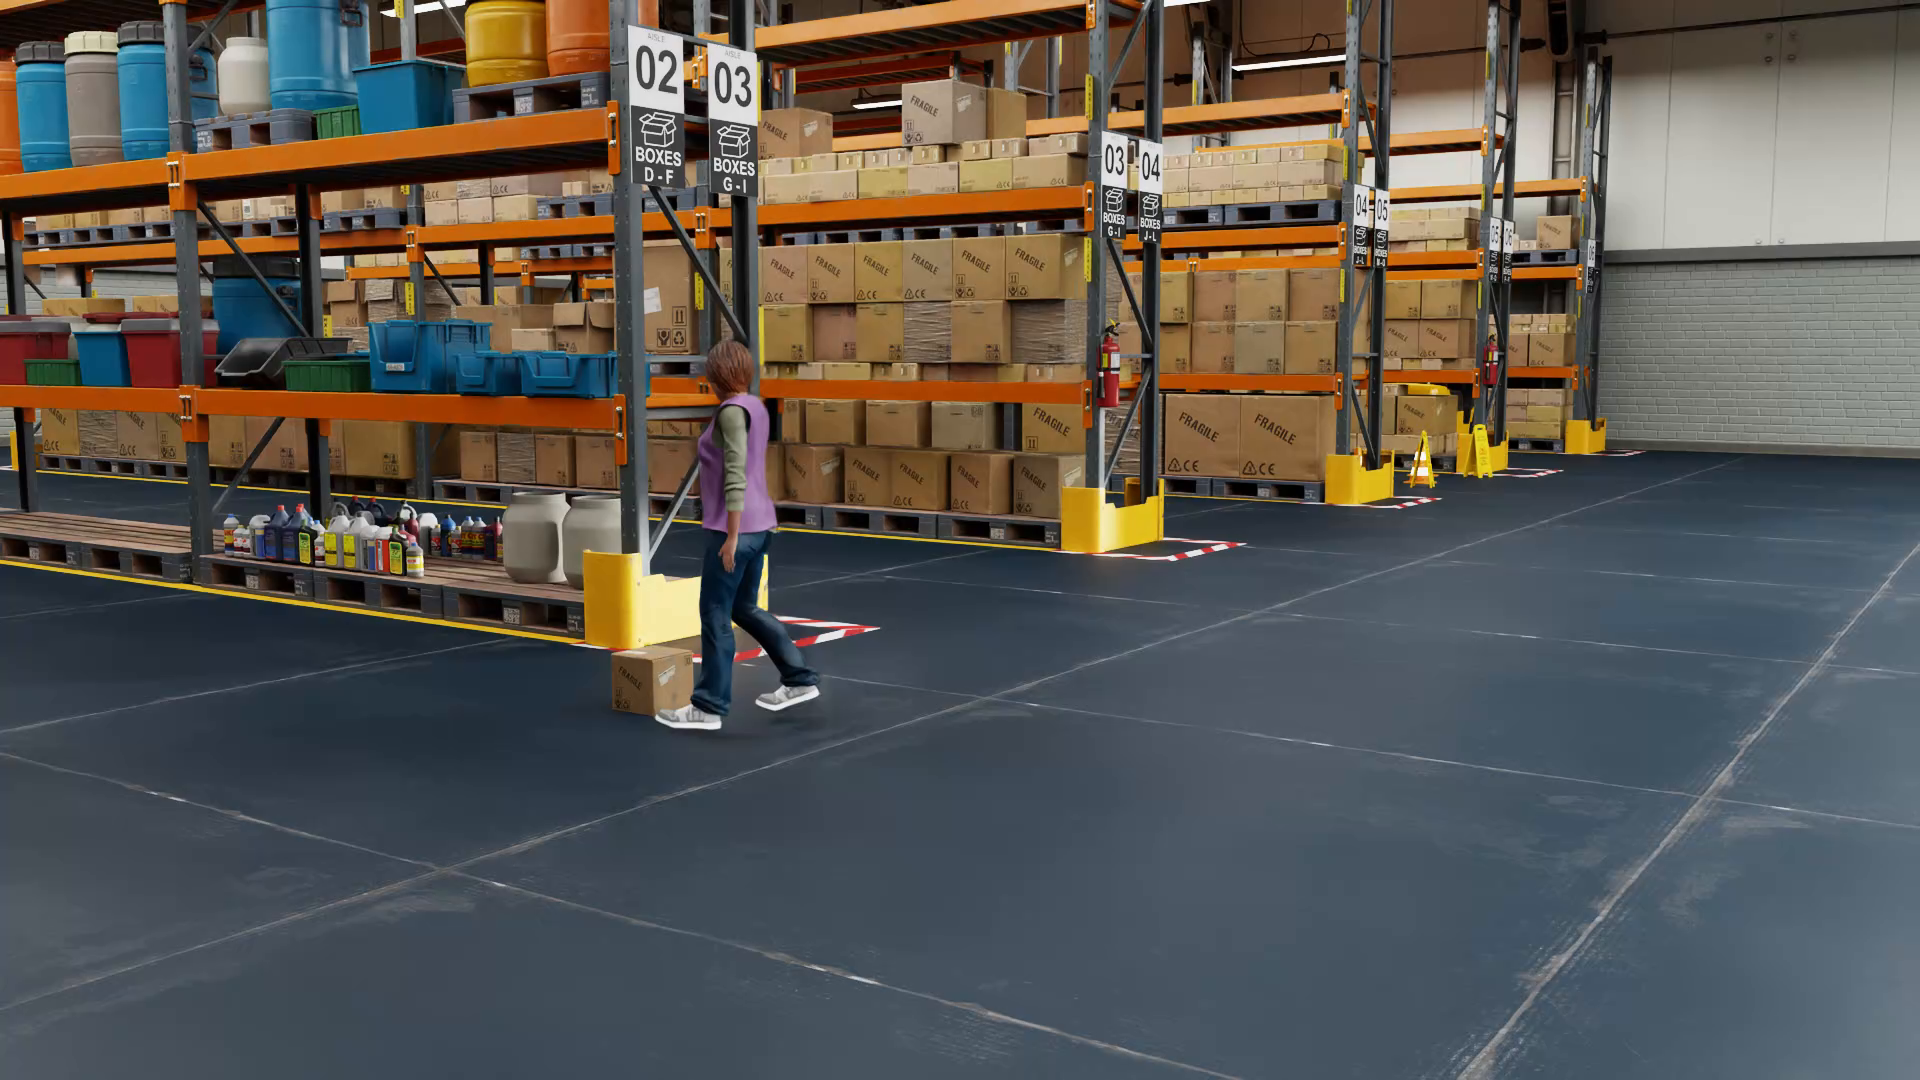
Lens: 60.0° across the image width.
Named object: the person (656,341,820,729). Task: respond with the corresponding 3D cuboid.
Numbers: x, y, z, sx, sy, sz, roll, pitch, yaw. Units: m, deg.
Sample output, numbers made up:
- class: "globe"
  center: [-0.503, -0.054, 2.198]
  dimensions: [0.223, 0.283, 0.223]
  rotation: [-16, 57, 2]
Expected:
- class: "person"
  center: [-0.918, -0.024, 6.854]
  dimensions: [0.615, 1.565, 0.460]
  rotation: [1, 7, 8]
